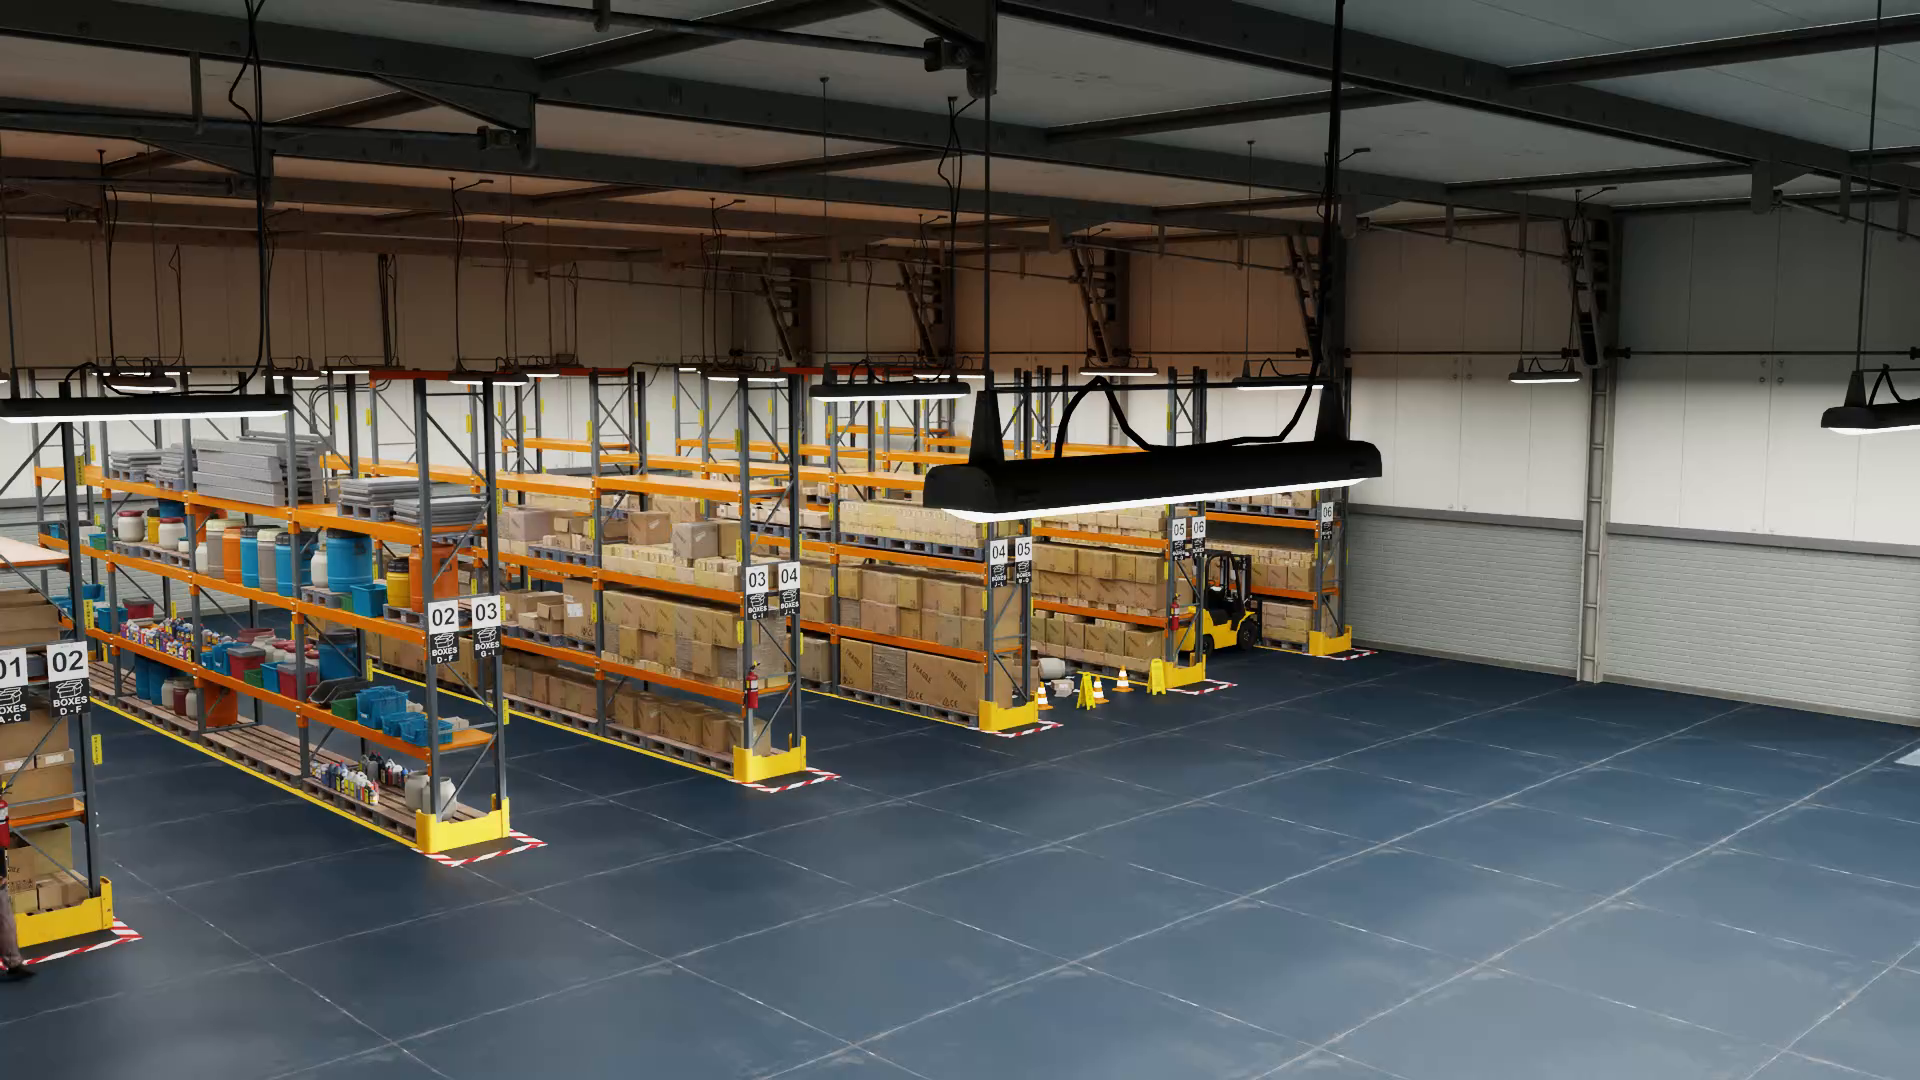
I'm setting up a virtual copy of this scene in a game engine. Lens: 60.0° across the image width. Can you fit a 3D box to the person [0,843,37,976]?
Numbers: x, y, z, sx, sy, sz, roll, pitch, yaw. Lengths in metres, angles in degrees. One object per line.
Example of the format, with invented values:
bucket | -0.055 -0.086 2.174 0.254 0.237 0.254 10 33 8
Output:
person | -9.875 3.610 16.883 0.965 1.617 0.721 -1 7 -9
